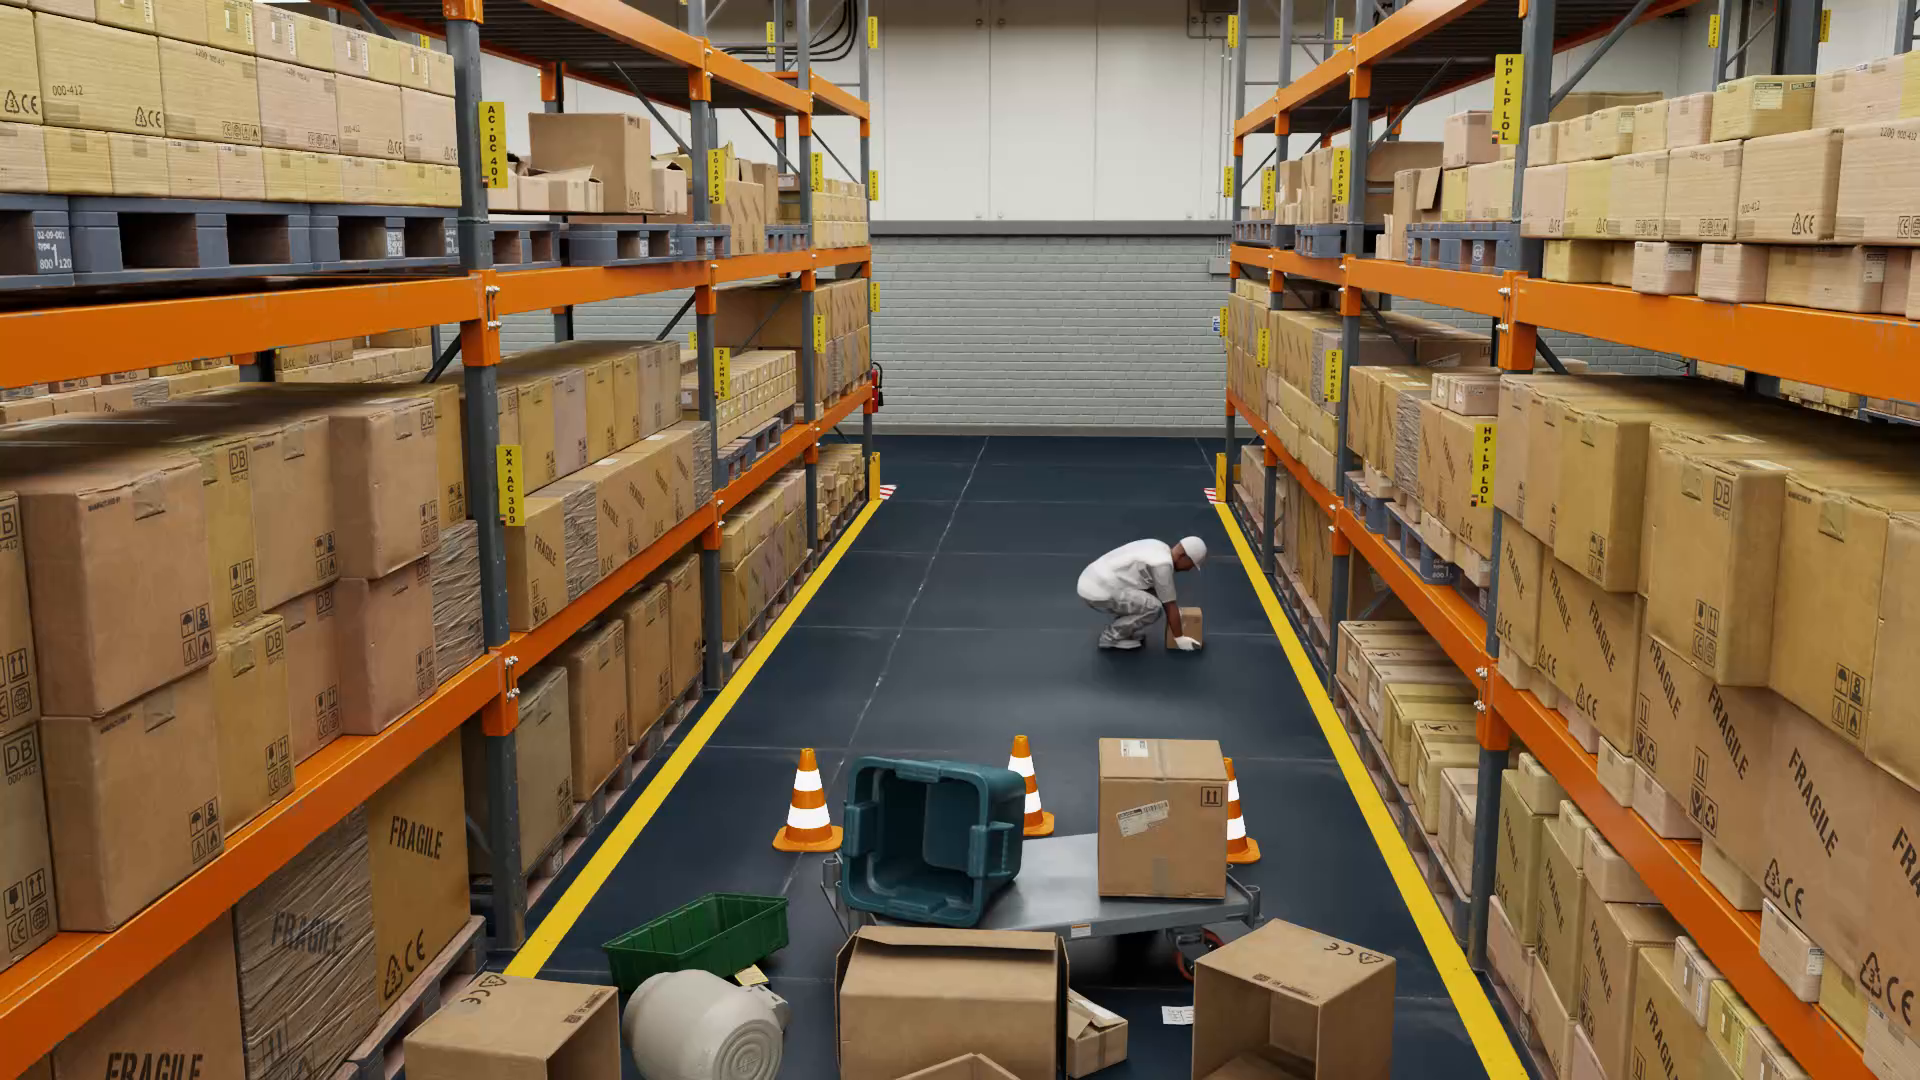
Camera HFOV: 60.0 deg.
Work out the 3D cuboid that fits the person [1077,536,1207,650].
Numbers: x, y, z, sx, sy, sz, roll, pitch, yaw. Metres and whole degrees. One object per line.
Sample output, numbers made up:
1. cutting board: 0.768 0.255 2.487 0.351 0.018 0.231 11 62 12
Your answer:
1. person: 1.320 0.409 12.105 0.937 0.878 0.574 1 11 3
